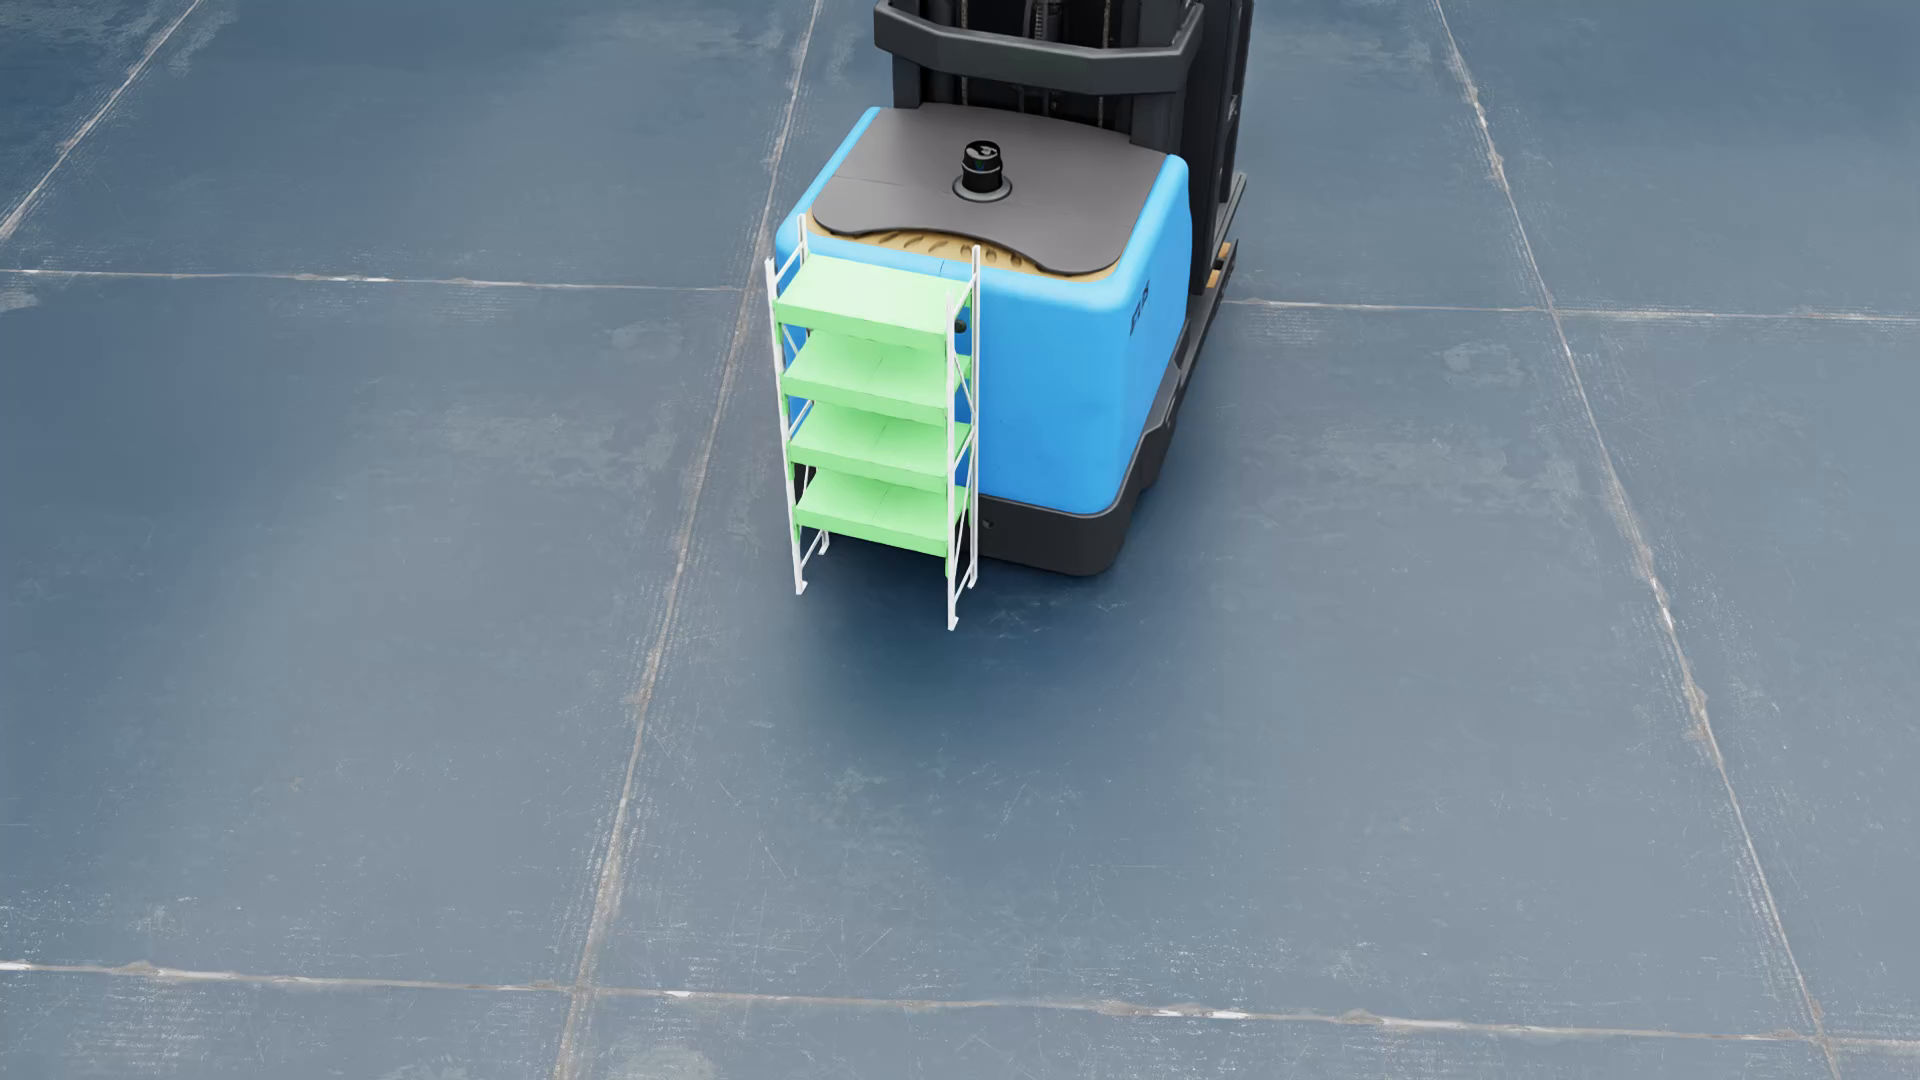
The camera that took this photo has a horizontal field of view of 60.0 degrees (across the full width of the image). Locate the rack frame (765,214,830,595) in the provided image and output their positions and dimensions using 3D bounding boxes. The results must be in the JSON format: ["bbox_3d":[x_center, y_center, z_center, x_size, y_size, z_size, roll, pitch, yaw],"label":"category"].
[{"bbox_3d":[-0.455,-0.350,4.745,0.015,1.200,0.240,13,44,13],"label":"rack frame"}]

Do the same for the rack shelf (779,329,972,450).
[{"bbox_3d":[-0.223,-0.427,4.569,0.480,0.148,0.258,13,44,13],"label":"rack shelf"}]

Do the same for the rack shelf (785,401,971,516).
[{"bbox_3d":[-0.223,-0.251,4.733,0.480,0.148,0.258,13,44,13],"label":"rack shelf"}]

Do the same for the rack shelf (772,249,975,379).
[{"bbox_3d":[-0.223,-0.602,4.406,0.480,0.148,0.258,13,44,13],"label":"rack shelf"}]

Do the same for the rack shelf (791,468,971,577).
[{"bbox_3d":[-0.223,-0.076,4.897,0.480,0.148,0.258,13,44,13],"label":"rack shelf"}]

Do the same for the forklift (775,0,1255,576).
[{"bbox_3d":[0.409,-1.983,5.229,1.130,2.935,3.031,13,44,13],"label":"forklift"}]

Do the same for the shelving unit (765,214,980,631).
[{"bbox_3d":[-0.223,-0.298,4.690,0.503,1.200,0.258,13,44,13],"label":"shelving unit"}]

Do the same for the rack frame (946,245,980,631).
[{"bbox_3d":[0.009,-0.247,4.634,0.015,1.200,0.240,13,44,13],"label":"rack frame"}]
